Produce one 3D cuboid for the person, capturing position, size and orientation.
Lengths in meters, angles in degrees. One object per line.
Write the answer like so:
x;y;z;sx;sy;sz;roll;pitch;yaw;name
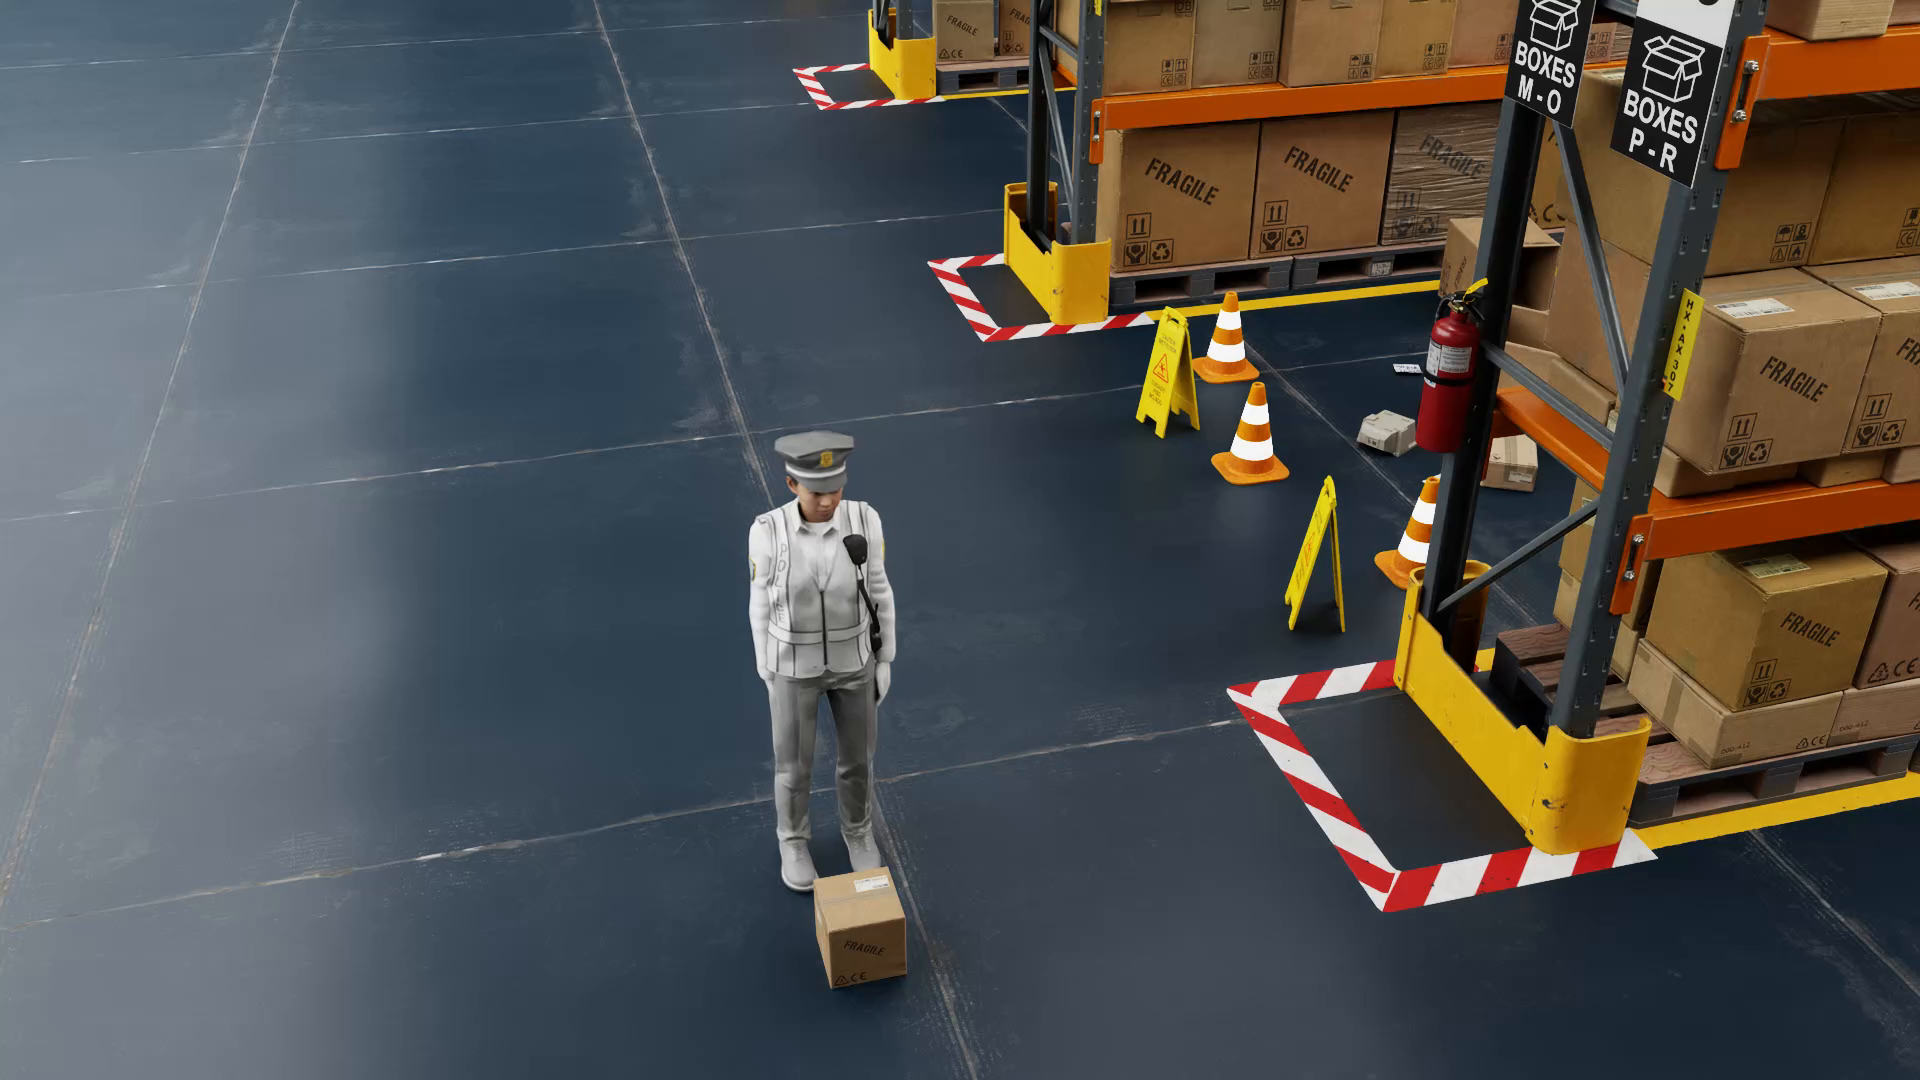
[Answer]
-0.434;0.422;5.428;0.468;1.687;0.329;-7;31;-12;person
